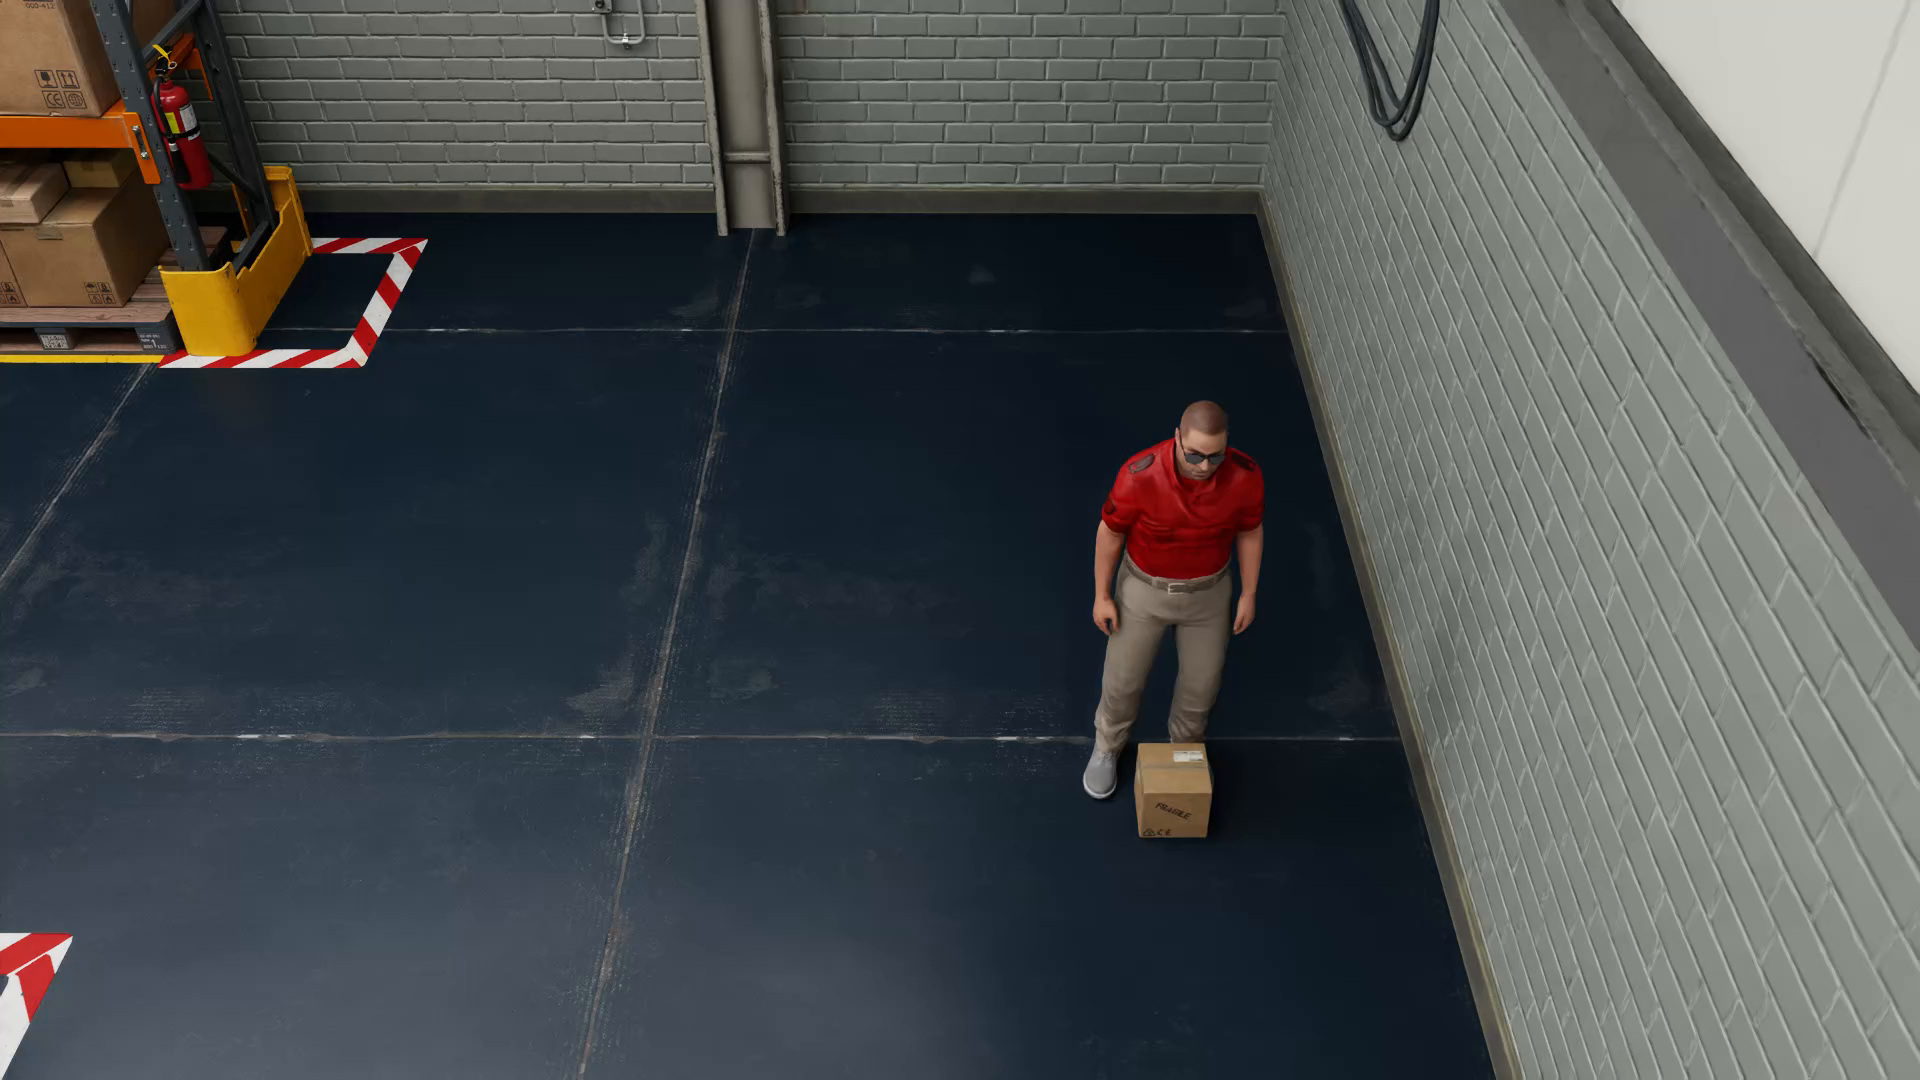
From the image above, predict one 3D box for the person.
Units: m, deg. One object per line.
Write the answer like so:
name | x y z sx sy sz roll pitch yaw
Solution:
person | 0.766 0.201 5.920 0.593 1.726 0.389 -1 39 -1
